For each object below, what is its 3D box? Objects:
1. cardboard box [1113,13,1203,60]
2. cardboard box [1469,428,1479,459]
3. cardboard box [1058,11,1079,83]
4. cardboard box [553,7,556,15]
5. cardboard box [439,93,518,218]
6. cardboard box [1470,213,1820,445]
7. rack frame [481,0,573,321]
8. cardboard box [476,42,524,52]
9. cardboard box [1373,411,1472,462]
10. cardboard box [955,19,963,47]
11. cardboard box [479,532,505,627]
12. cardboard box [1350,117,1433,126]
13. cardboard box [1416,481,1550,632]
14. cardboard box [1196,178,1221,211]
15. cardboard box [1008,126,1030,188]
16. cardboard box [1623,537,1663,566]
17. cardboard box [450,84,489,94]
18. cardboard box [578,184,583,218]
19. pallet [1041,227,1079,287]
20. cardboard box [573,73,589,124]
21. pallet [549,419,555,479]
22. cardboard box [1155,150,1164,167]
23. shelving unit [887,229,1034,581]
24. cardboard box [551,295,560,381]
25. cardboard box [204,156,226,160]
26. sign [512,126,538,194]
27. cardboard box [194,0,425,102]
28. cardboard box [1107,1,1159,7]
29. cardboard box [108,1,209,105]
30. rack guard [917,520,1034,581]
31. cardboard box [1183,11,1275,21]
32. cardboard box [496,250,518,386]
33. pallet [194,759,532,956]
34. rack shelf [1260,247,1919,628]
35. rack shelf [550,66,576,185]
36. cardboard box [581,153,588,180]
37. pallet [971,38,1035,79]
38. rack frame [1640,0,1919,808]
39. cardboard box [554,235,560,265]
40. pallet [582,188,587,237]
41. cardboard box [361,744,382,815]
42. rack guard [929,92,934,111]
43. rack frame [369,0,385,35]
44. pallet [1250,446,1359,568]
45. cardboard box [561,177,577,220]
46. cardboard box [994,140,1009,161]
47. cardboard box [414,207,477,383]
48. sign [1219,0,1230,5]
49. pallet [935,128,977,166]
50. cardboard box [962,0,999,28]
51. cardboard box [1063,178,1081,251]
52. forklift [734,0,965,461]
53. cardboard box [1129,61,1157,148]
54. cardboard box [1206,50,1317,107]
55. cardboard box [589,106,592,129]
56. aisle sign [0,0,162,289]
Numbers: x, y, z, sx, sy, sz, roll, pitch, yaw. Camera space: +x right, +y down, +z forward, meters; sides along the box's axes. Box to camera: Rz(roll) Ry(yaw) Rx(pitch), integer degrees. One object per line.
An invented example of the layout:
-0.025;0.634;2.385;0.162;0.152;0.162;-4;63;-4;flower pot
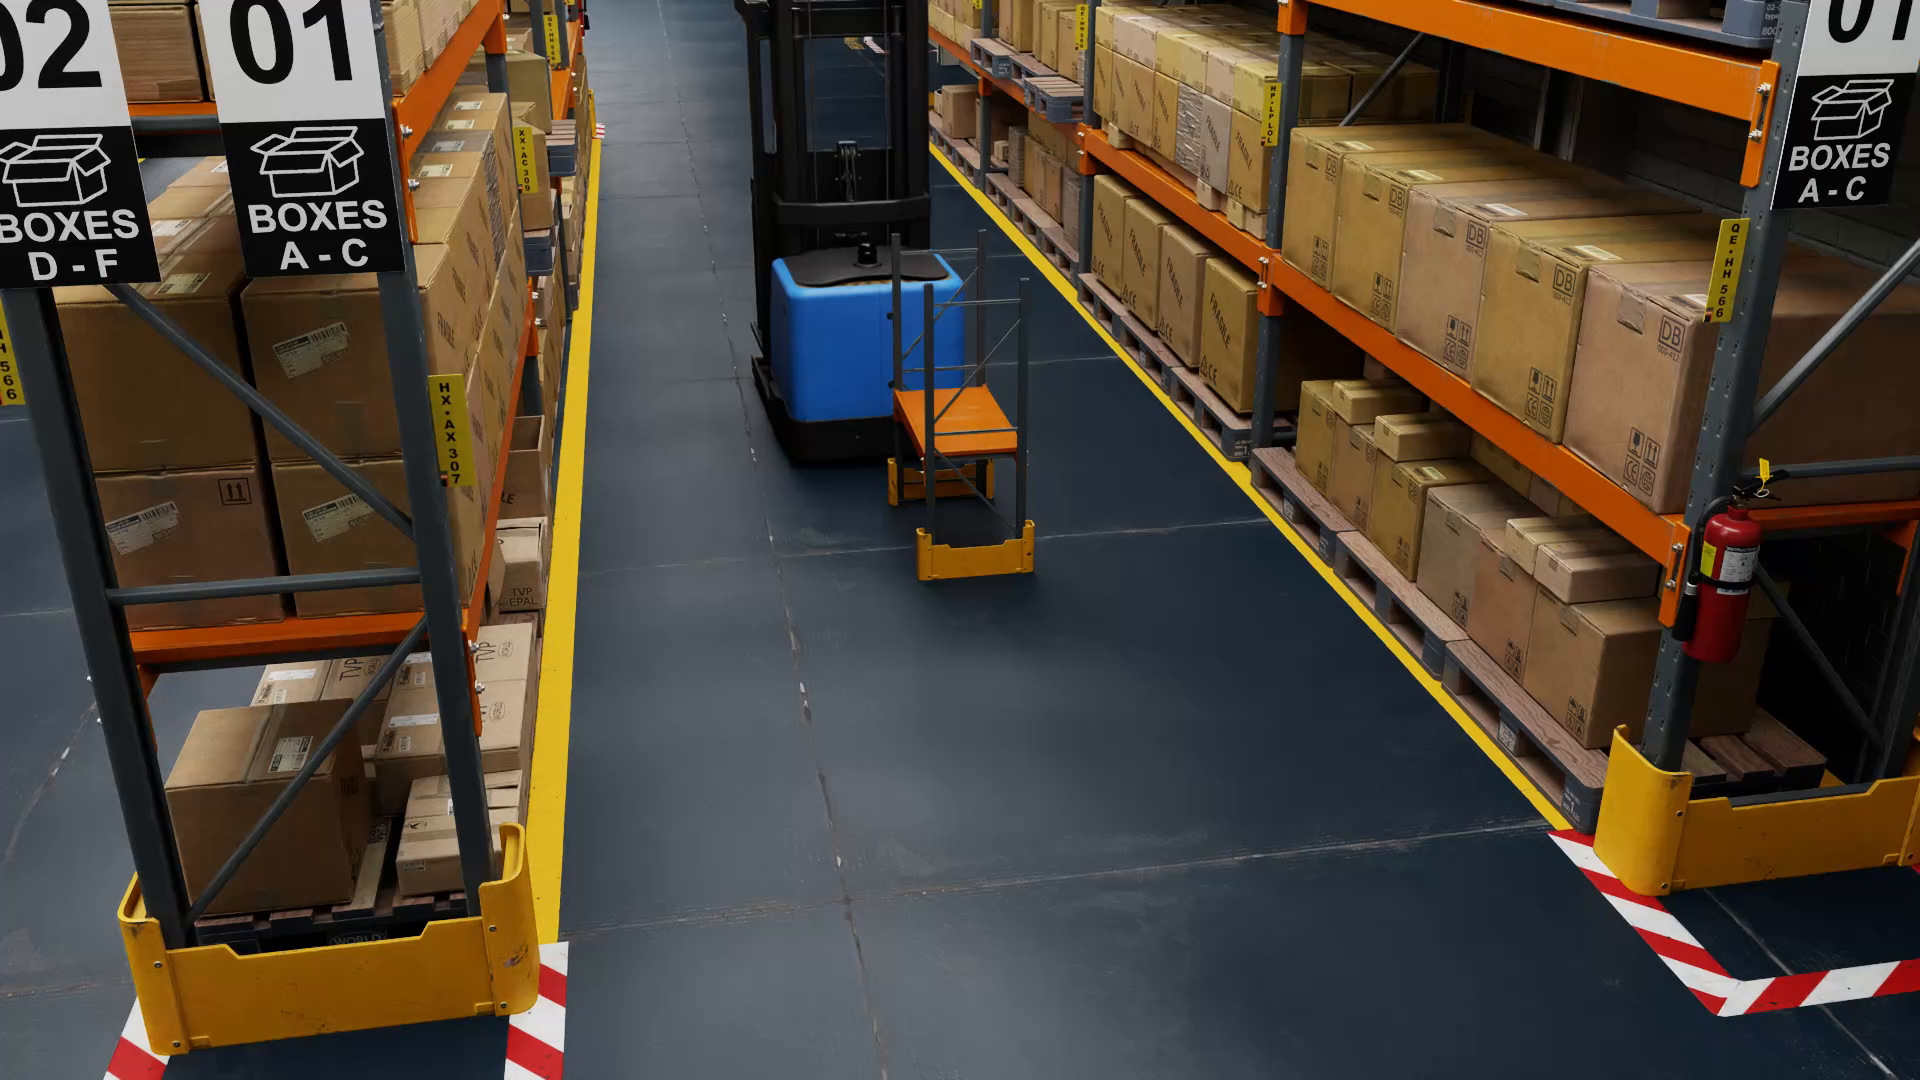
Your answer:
1.375;-3.505;11.568;0.500;0.250;0.500;-5;24;-10;cardboard box
2.584;-0.509;7.957;0.380;0.149;0.250;-4;24;-9;cardboard box
1.218;-4.028;13.551;0.700;0.500;0.500;-7;24;-15;cardboard box
-4.444;-5.208;16.803;0.700;0.500;0.500;-4;24;-9;cardboard box
-2.336;-1.762;7.661;0.500;0.500;0.500;-4;24;-9;cardboard box
2.674;-0.855;6.584;0.980;0.700;0.700;-4;24;-10;cardboard box
-3.423;-3.011;11.896;1.000;3.000;0.127;-4;24;-10;rack frame
-3.750;-3.715;13.384;0.500;0.500;0.500;-6;24;-13;cardboard box
2.202;-0.494;7.922;0.380;0.149;0.250;-5;24;-11;cardboard box
0.235;-5.253;17.192;0.500;0.250;0.500;-4;24;-10;cardboard box
-2.331;0.244;7.014;0.797;0.503;0.637;-4;24;-10;cardboard box
2.347;-2.196;9.509;0.500;0.500;0.500;-5;24;-12;cardboard box
2.510;0.059;7.467;0.700;0.500;0.500;-5;24;-11;cardboard box
1.663;-2.114;10.131;0.380;0.149;0.250;-4;24;-10;cardboard box
0.857;-3.720;16.093;0.700;0.500;0.500;-3;24;-8;cardboard box
2.821;-0.009;6.811;0.380;0.149;0.250;-4;24;-10;cardboard box
-3.071;-2.366;9.770;0.700;0.500;0.500;-11;26;-23;cardboard box
-3.615;-2.974;14.723;0.500;0.250;0.500;-4;24;-9;cardboard box
1.301;-2.408;14.000;1.003;0.211;1.213;-4;24;-10;pallet
-4.220;-4.655;17.635;0.500;0.500;0.500;-4;24;-10;cardboard box
-2.871;-0.476;9.577;1.003;0.211;1.213;-4;24;-10;pallet
1.543;-2.622;11.295;0.380;0.149;0.250;-4;24;-9;cardboard box
-0.014;-0.717;8.518;0.587;1.500;1.083;-4;24;-10;shelving unit
-2.821;-1.307;10.568;0.500;0.500;0.500;-5;24;-12;cardboard box
-2.683;-1.330;6.673;0.500;0.500;0.500;-5;24;-11;cardboard box
-2.152;-1.877;8.219;0.100;0.325;0.005;-4;24;-10;sign
-1.789;-1.391;4.626;0.500;0.250;0.500;-4;24;-10;cardboard box
1.351;-4.057;12.806;0.380;0.149;0.250;-8;25;-17;cardboard box
-2.298;-1.352;4.538;0.500;0.250;0.500;-4;24;-10;cardboard box
0.078;0.051;8.320;0.587;0.250;0.087;-4;24;-10;rack guard
1.875;-3.550;11.673;0.500;0.250;0.500;-5;24;-11;cardboard box
-2.145;-0.901;6.940;0.500;0.500;0.500;-4;24;-9;cardboard box
-2.106;1.071;6.035;1.003;0.211;1.213;-4;24;-10;pallet
2.554;-0.689;7.479;1.077;0.370;4.000;-4;24;-10;rack shelf
-3.793;-3.468;13.841;1.077;0.370;4.000;-4;24;-10;rack shelf
-3.951;-3.721;16.433;0.500;0.250;0.500;-4;24;-10;cardboard box
0.703;-4.553;15.666;1.003;0.211;1.213;-4;24;-10;pallet
2.924;-0.232;5.533;1.000;3.000;0.127;-4;24;-10;rack frame
-3.005;-2.038;11.305;0.500;0.250;0.500;-3;24;-8;cardboard box
-3.988;-3.019;15.399;1.003;0.211;1.213;-4;24;-10;pallet
-2.273;0.871;5.998;0.380;0.166;0.250;-4;24;-10;cardboard box
-0.021;-5.350;20.375;1.175;0.500;0.348;-4;24;-10;rack guard
-1.944;-2.613;3.490;1.000;3.000;0.127;-4;24;-10;rack frame
2.248;-0.223;8.996;1.003;0.211;1.213;-4;24;-10;pallet
-3.429;-2.835;13.702;0.500;0.311;0.500;-5;24;-11;cardboard box
0.576;-4.063;17.297;0.380;0.166;0.250;-8;25;-17;cardboard box
-1.871;-0.767;5.384;0.500;0.500;0.500;-4;24;-9;cardboard box
1.989;-3.952;12.604;0.100;0.325;0.005;-4;24;-10;sign
0.317;-4.417;18.599;1.003;0.211;1.213;-4;24;-10;pallet
0.313;-5.399;16.590;0.500;0.500;0.500;-4;24;-10;cardboard box
1.260;-2.714;13.790;0.700;0.500;0.500;-4;24;-9;cardboard box
-0.785;-2.363;10.499;1.130;2.935;3.031;-5;24;-12;forklift
1.461;-2.958;11.254;0.500;0.500;0.500;-4;24;-10;cardboard box
1.761;-2.707;9.742;0.500;0.250;0.500;-4;24;-9;cardboard box
-4.409;-4.705;18.685;0.500;0.250;0.500;-4;24;-10;cardboard box
-2.232;-1.006;4.057;0.394;0.787;0.004;-4;24;-10;aisle sign
